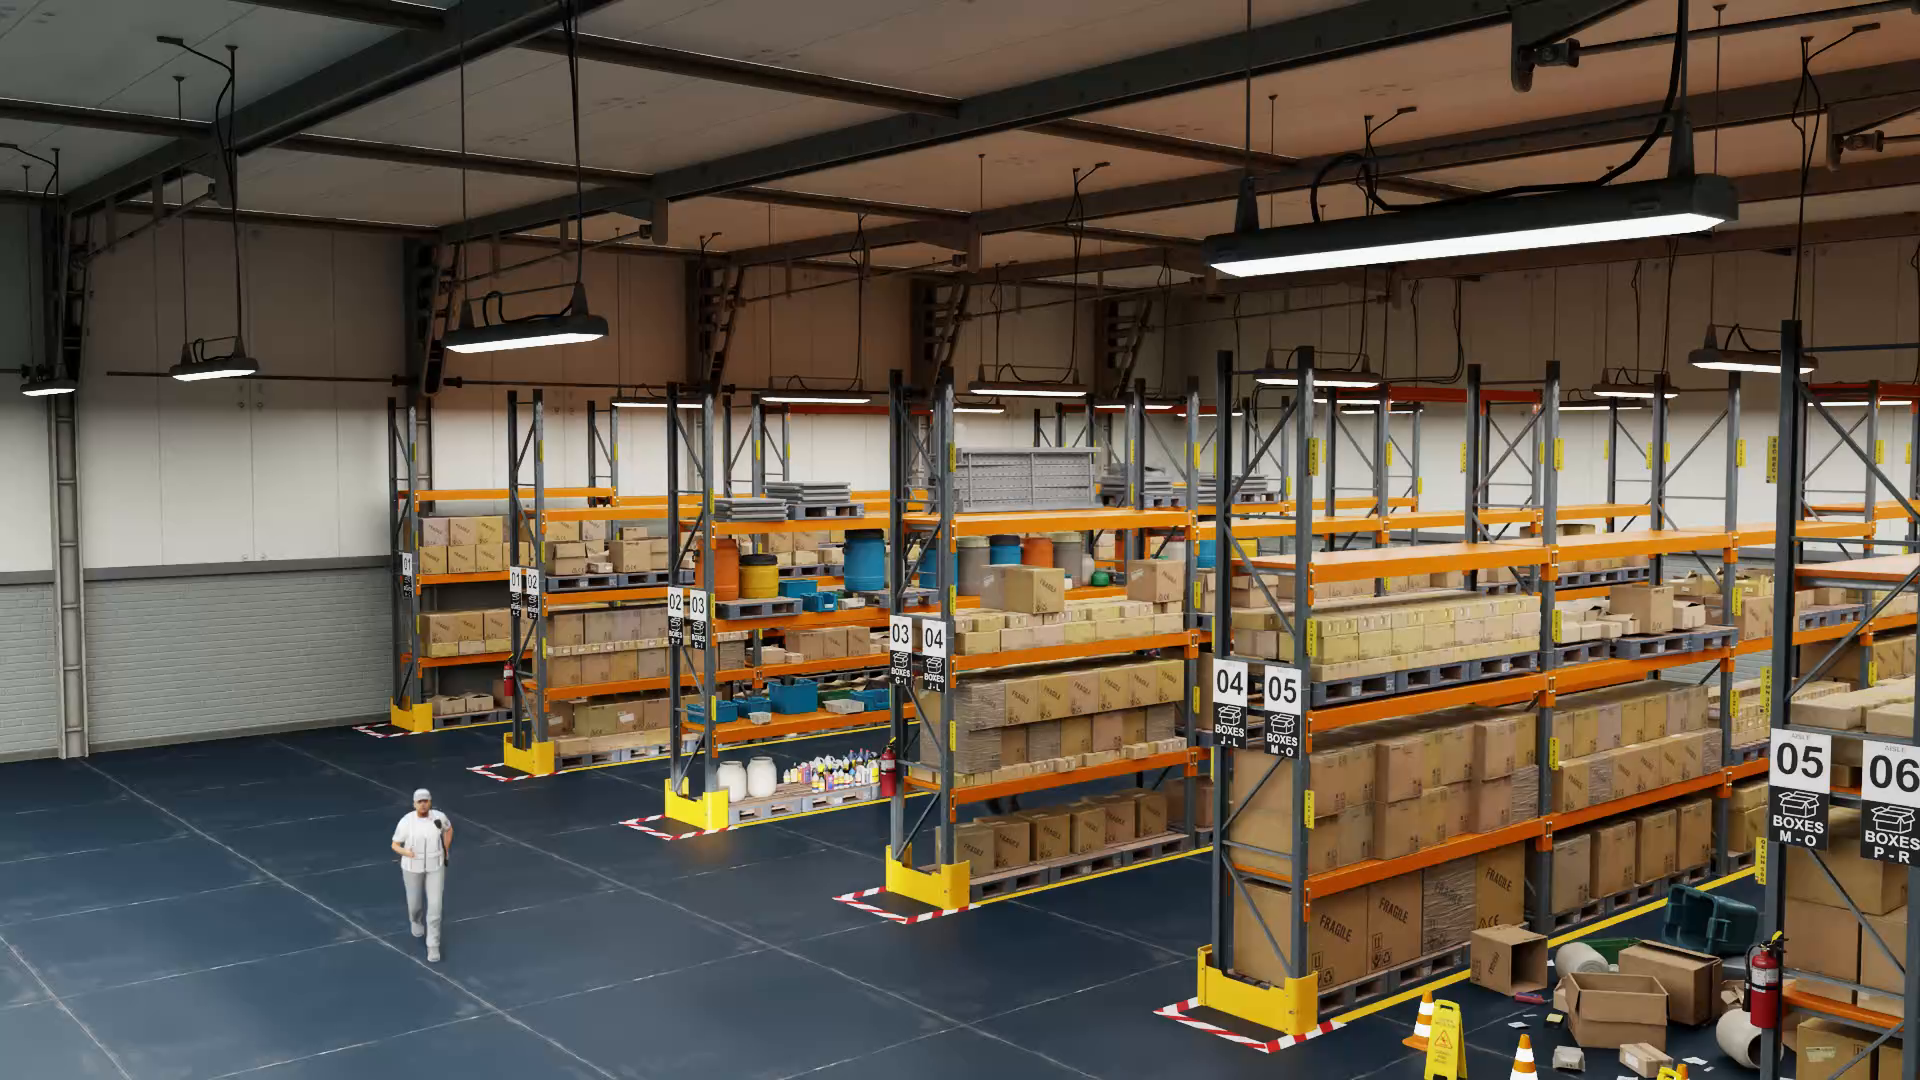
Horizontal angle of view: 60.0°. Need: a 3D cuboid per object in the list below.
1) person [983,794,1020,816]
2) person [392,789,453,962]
[{"bbox_3d":[0.561,3.027,21.894,0.633,1.703,0.683,2,4,34],"label":"person"},{"bbox_3d":[-5.431,3.342,16.844,0.609,1.667,0.921,-1,4,-22],"label":"person"}]
